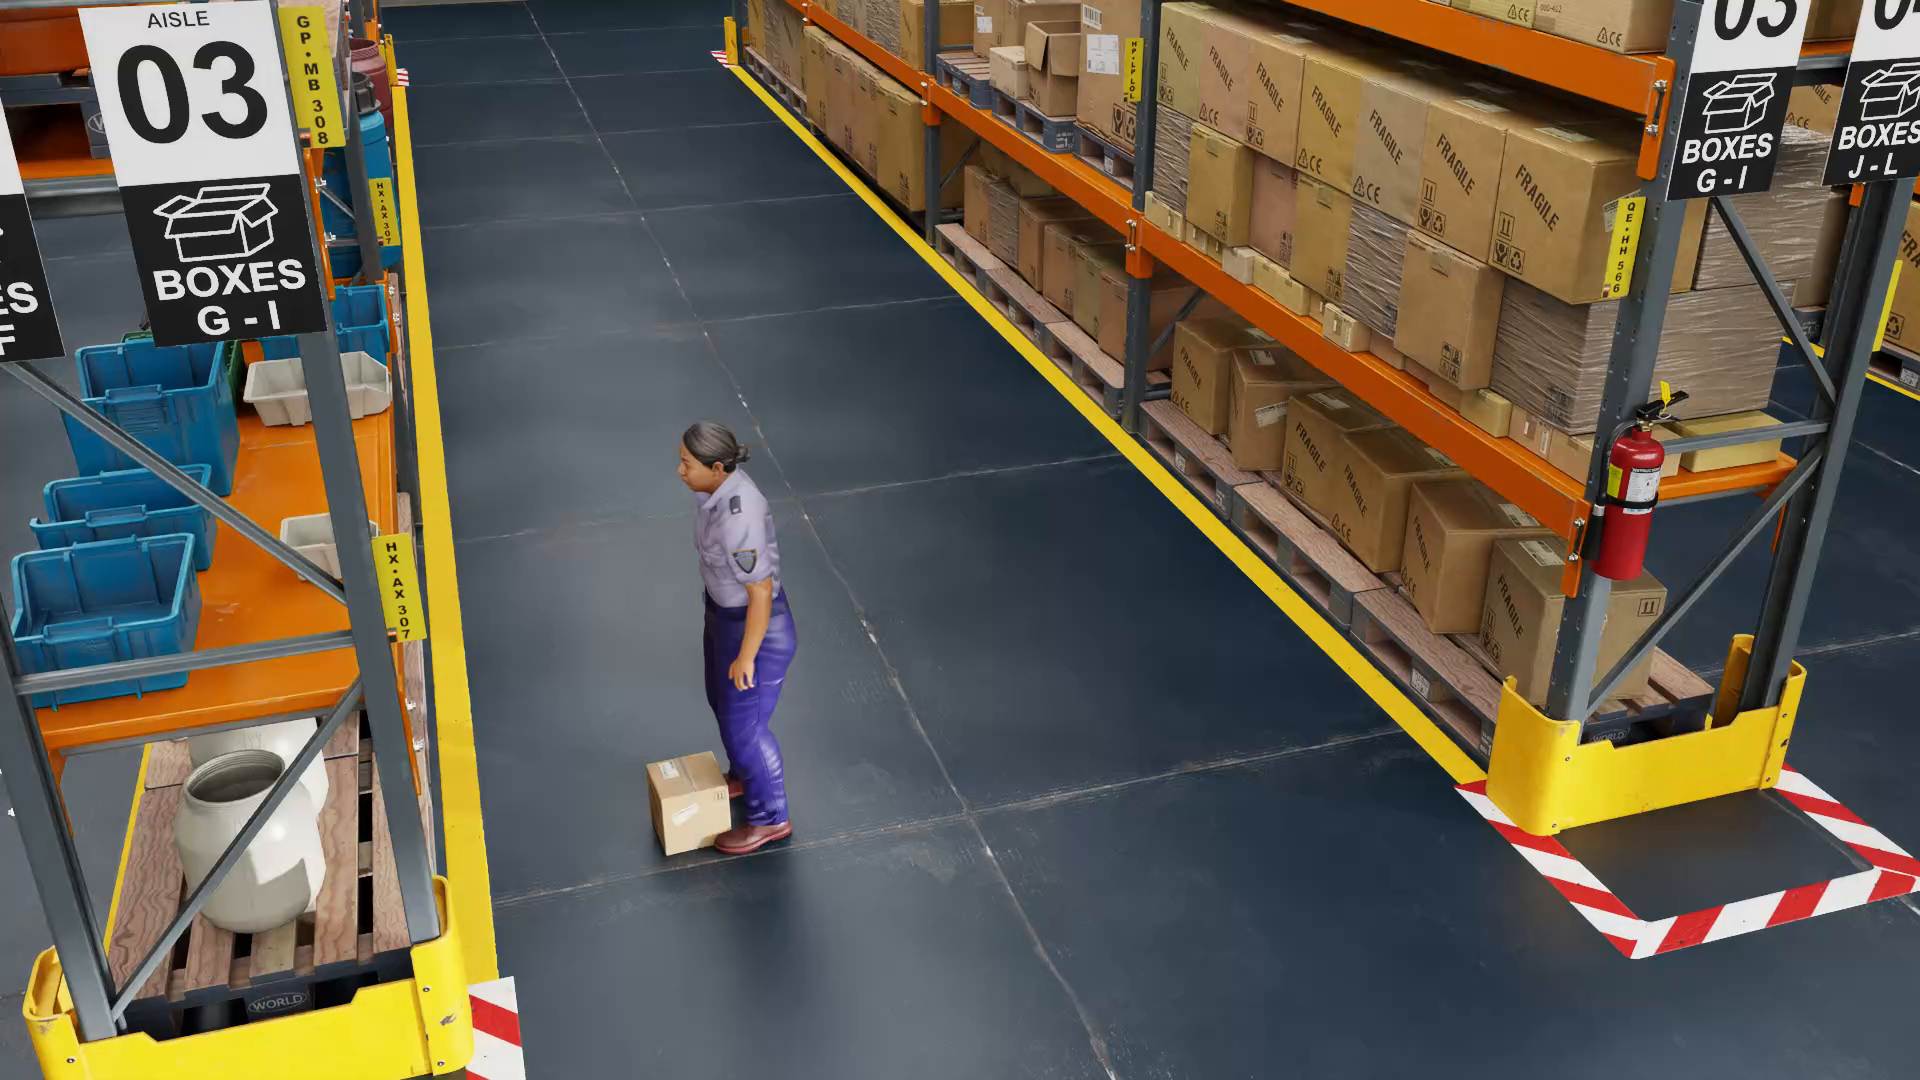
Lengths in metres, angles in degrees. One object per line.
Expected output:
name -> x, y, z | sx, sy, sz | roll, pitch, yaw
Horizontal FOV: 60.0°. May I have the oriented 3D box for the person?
person -> -0.790, 0.321, 5.980 | 0.367, 1.652, 0.543 | -8, 28, -16
